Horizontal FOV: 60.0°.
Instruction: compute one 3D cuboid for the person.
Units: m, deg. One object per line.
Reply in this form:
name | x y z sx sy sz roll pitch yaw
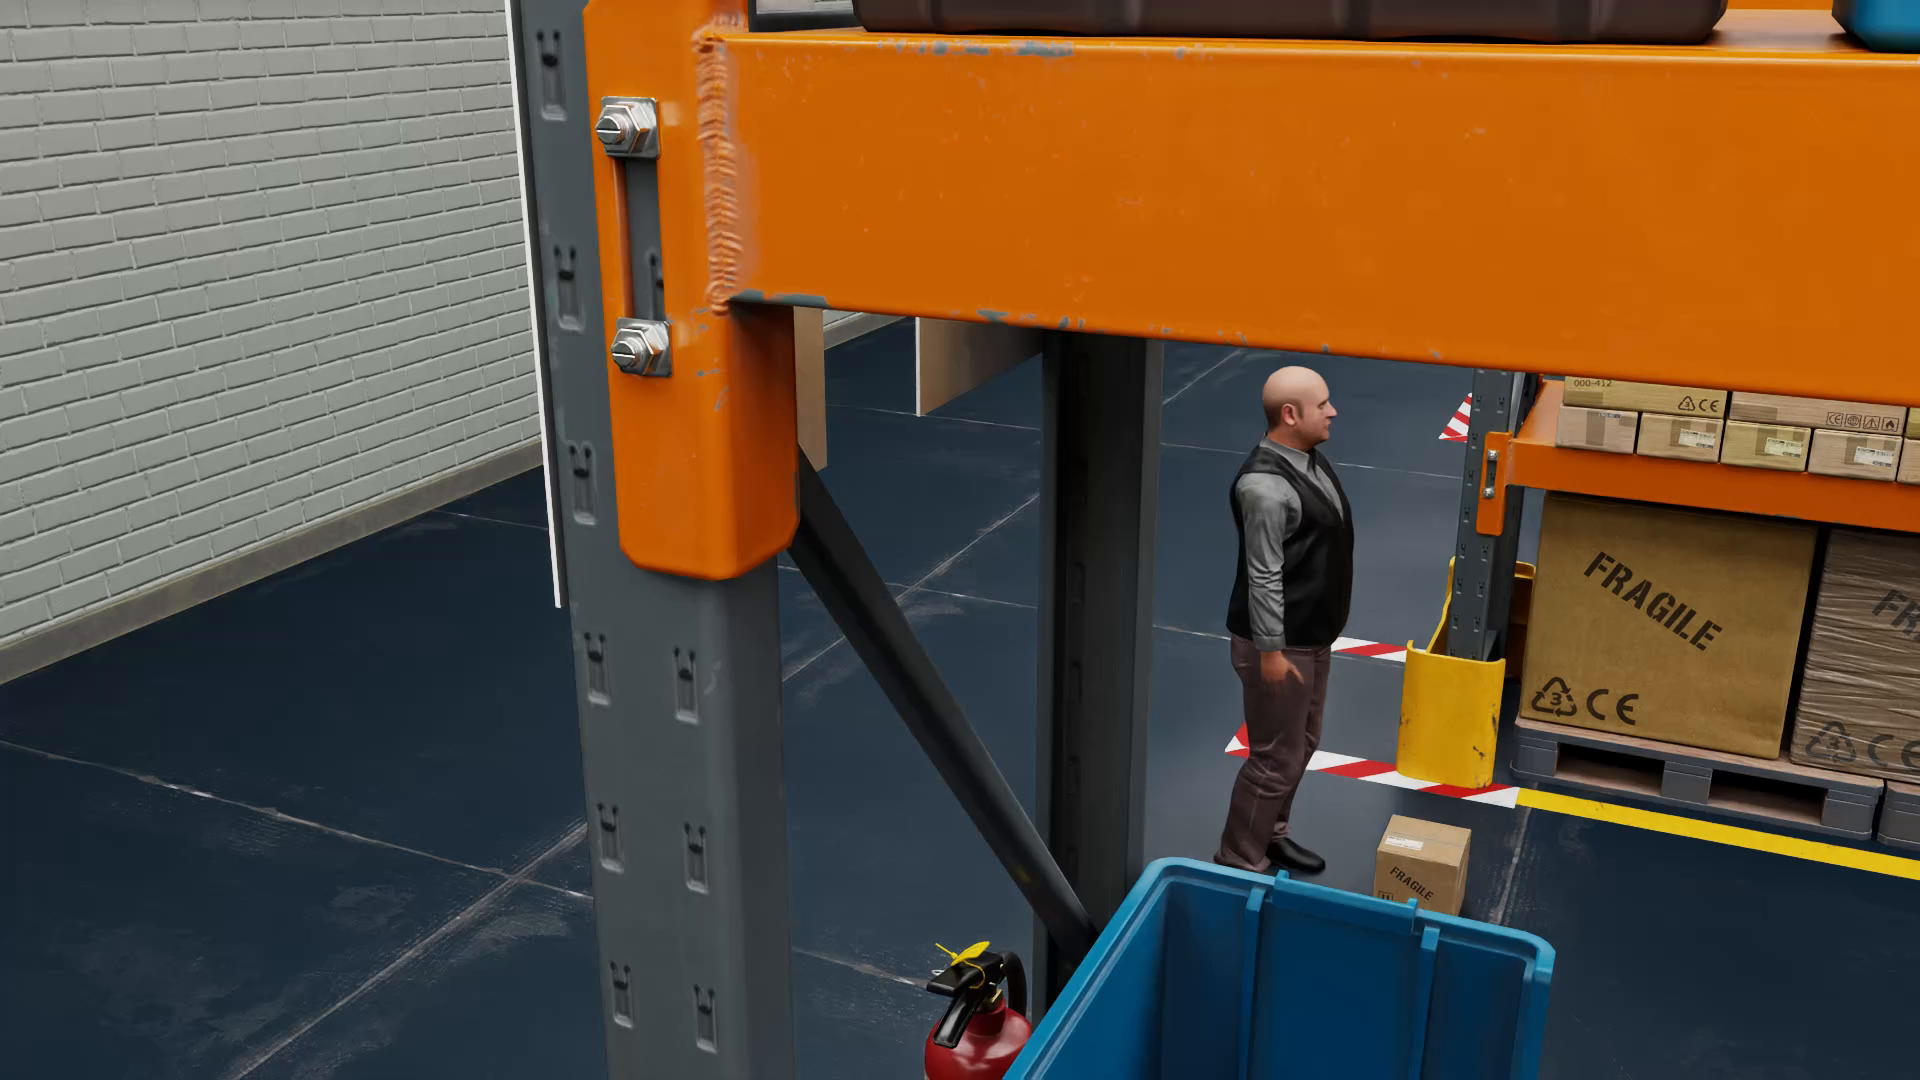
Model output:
person | 1.038 0.308 5.236 0.346 1.732 0.532 9 21 24
